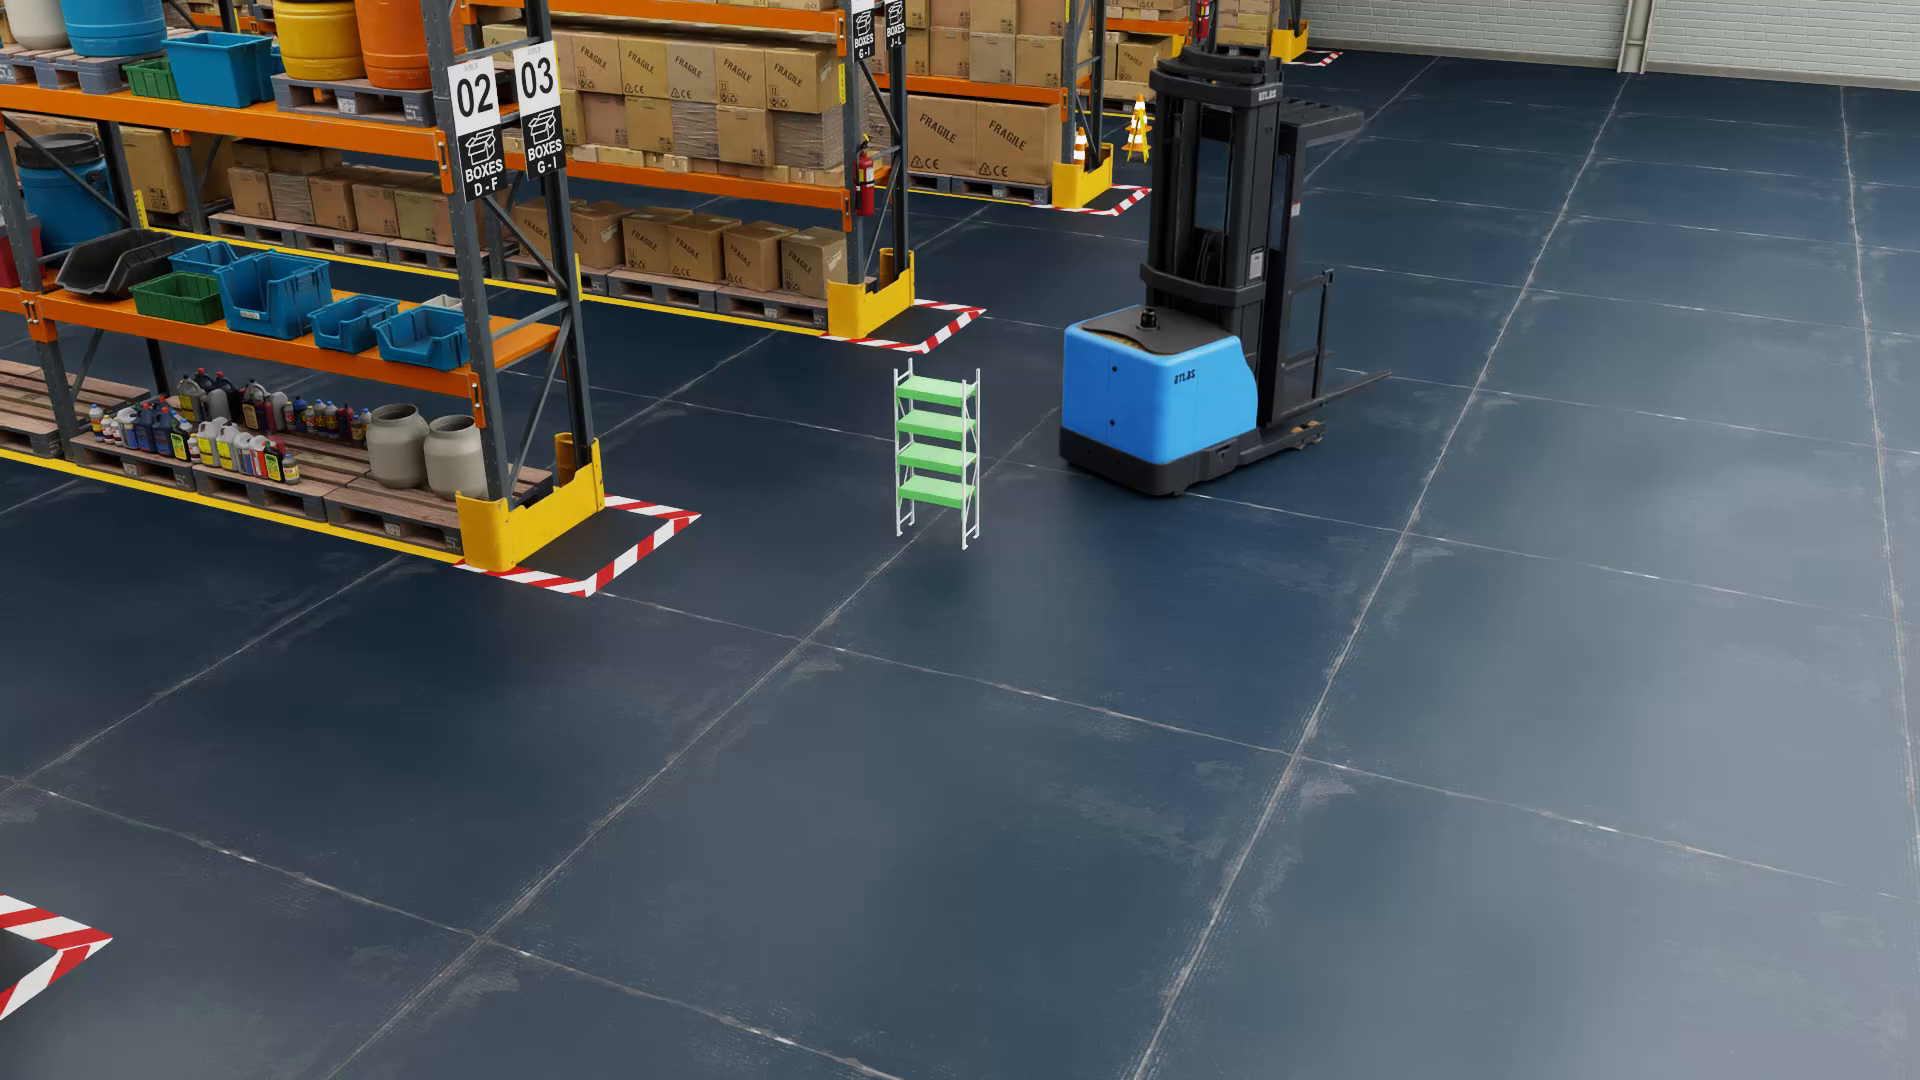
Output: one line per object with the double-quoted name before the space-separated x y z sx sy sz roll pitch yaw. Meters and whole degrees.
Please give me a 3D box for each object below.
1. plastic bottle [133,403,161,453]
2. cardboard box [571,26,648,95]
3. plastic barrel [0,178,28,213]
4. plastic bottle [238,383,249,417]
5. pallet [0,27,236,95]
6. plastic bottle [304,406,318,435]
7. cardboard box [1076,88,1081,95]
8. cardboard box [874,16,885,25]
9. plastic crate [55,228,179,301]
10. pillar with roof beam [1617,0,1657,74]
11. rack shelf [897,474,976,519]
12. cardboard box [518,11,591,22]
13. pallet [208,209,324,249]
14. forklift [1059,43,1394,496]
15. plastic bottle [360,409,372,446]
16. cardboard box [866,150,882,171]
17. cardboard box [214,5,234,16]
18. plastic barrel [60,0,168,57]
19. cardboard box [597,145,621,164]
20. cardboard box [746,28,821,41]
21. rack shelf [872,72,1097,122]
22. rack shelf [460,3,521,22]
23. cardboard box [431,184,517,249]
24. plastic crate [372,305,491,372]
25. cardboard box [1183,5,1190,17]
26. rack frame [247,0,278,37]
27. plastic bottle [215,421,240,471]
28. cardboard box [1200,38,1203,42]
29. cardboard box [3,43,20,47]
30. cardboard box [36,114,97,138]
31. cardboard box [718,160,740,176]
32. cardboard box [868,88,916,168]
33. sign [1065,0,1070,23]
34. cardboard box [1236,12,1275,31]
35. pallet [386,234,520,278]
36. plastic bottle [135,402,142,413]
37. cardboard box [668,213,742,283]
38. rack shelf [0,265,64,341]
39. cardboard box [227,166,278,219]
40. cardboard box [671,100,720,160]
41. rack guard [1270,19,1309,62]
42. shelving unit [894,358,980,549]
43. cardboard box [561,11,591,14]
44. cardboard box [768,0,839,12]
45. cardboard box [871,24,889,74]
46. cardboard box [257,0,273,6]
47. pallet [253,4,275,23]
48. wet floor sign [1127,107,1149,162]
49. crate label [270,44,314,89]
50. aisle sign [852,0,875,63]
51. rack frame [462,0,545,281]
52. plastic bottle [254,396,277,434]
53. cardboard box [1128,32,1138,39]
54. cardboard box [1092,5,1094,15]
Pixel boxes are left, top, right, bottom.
"plastic bottle" -5.870 -0.822 12.024 0.185 0.351 0.144 12 29 23
"cardboard box" -3.167 -4.379 15.166 0.500 0.500 0.500 11 28 22
"plastic barrel" -7.213 -2.451 12.679 0.433 0.535 0.433 0 26 0
"plastic bottle" -5.387 -1.056 12.576 0.133 0.283 0.061 13 29 25
"pallet" -5.735 -3.296 11.366 1.003 0.211 1.213 11 28 22
"plastic bottle" -4.806 -0.894 12.339 0.097 0.201 0.097 0 26 0
"cardboard box" 1.567 -6.558 23.811 0.500 0.250 0.500 10 28 20
"cardboard box" -0.932 -6.357 19.374 0.550 0.550 0.875 11 28 22
"plastic crate" -6.009 -1.953 11.890 0.504 0.338 0.767 11 28 22
"pillar with roof beam" 8.831 -9.722 20.808 0.400 9.000 9.100 11 28 22
"rack shelf" -0.151 -0.296 11.181 0.480 0.148 0.258 11 28 22
"cardboard box" -3.859 -4.774 15.969 0.500 0.500 0.500 11 28 22
"pallet" -7.313 -3.456 18.030 1.213 0.211 1.003 11 28 22
"forklift" 2.177 -2.159 12.318 3.031 2.935 1.130 -21 33 -36
"plastic bottle" -4.313 -0.826 12.123 0.097 0.271 0.097 0 26 0
"cardboard box" -0.902 -3.423 15.090 0.250 0.149 0.380 11 28 22
"cardboard box" -10.156 -7.406 23.181 0.250 0.149 0.380 11 28 20
"plastic barrel" -5.571 -3.661 10.852 0.708 0.901 0.600 11 28 22
"cardboard box" -3.163 -3.627 15.506 0.250 0.149 0.380 11 28 22
"cardboard box" -1.581 -4.319 15.044 0.500 0.500 0.500 11 28 22
"rack shelf" -0.417 -5.406 19.649 4.000 0.370 1.077 11 28 22
"rack shelf" -6.203 -5.507 16.459 4.000 0.370 1.077 11 28 22
"cardboard box" -4.933 -3.316 16.920 0.500 0.500 0.700 9 28 18
"plastic crate" -3.371 -1.300 10.664 0.616 0.251 0.499 11 28 22
"cardboard box" 3.137 -7.405 23.178 0.250 0.149 0.380 11 28 22
"rack frame" -9.520 -7.557 23.204 0.127 3.000 1.000 11 28 22
"plastic bottle" -5.142 -0.676 11.727 0.185 0.351 0.144 13 29 24
"cardboard box" 3.953 -8.472 27.700 0.500 0.250 0.500 12 29 22
"cardboard box" -10.436 -5.259 18.422 0.500 0.500 0.500 11 28 21
"cardboard box" -9.452 -4.386 18.692 0.875 0.875 1.225 11 28 22
"cardboard box" -1.994 -3.429 15.103 0.250 0.149 0.380 11 28 22
"cardboard box" -0.872 -5.023 19.987 0.875 0.875 0.875 12 28 22
"sign" 1.167 -5.773 18.002 0.005 0.325 0.100 11 28 22
"cardboard box" 4.840 -8.511 27.213 0.500 0.250 0.500 11 28 21
"pallet" -5.092 -3.010 17.124 1.213 0.211 1.003 11 28 22
"plastic bottle" -5.975 -0.866 12.191 0.133 0.283 0.061 11 28 22
"cardboard box" -2.423 -2.793 15.881 0.500 0.500 0.500 14 30 27
"rack shelf" -8.253 -2.170 13.076 4.000 0.370 1.077 11 28 22
"cardboard box" -7.406 -3.812 17.928 0.500 0.500 0.700 10 28 19
"cardboard box" -2.173 -3.829 15.182 0.500 0.500 0.875 11 28 22
"rack guard" 5.434 -8.243 27.426 0.348 0.500 1.175 11 28 22
"shelving unit" -0.151 -0.569 11.046 0.503 1.200 0.258 11 28 22
"cardboard box" -4.659 -6.496 20.935 0.500 0.500 0.500 11 28 22
"cardboard box" -1.285 -4.652 14.077 0.500 0.250 0.500 12 29 23
"cardboard box" -0.944 -5.862 19.590 0.550 0.550 0.875 11 28 22
"cardboard box" -9.352 -7.376 22.645 0.250 0.149 0.380 10 28 19
"pallet" -8.884 -7.273 22.844 1.213 0.211 1.003 11 28 22
"wet floor sign" 2.250 -5.098 20.874 0.232 0.644 0.267 6 27 13
"crate label" -4.359 -3.150 11.025 0.408 0.251 0.502 11 28 22
"aisle sign" -0.809 -4.422 13.892 0.004 0.787 0.394 11 28 22
"rack frame" -4.382 -4.119 16.220 0.127 3.000 1.000 11 28 22
"plastic bottle" -5.156 -0.936 12.332 0.133 0.283 0.061 11 28 22
"cardboard box" 2.241 -7.020 23.901 0.500 0.500 0.500 10 28 20
"cardboard box" 2.009 -7.437 23.244 0.250 0.149 0.380 12 29 23
